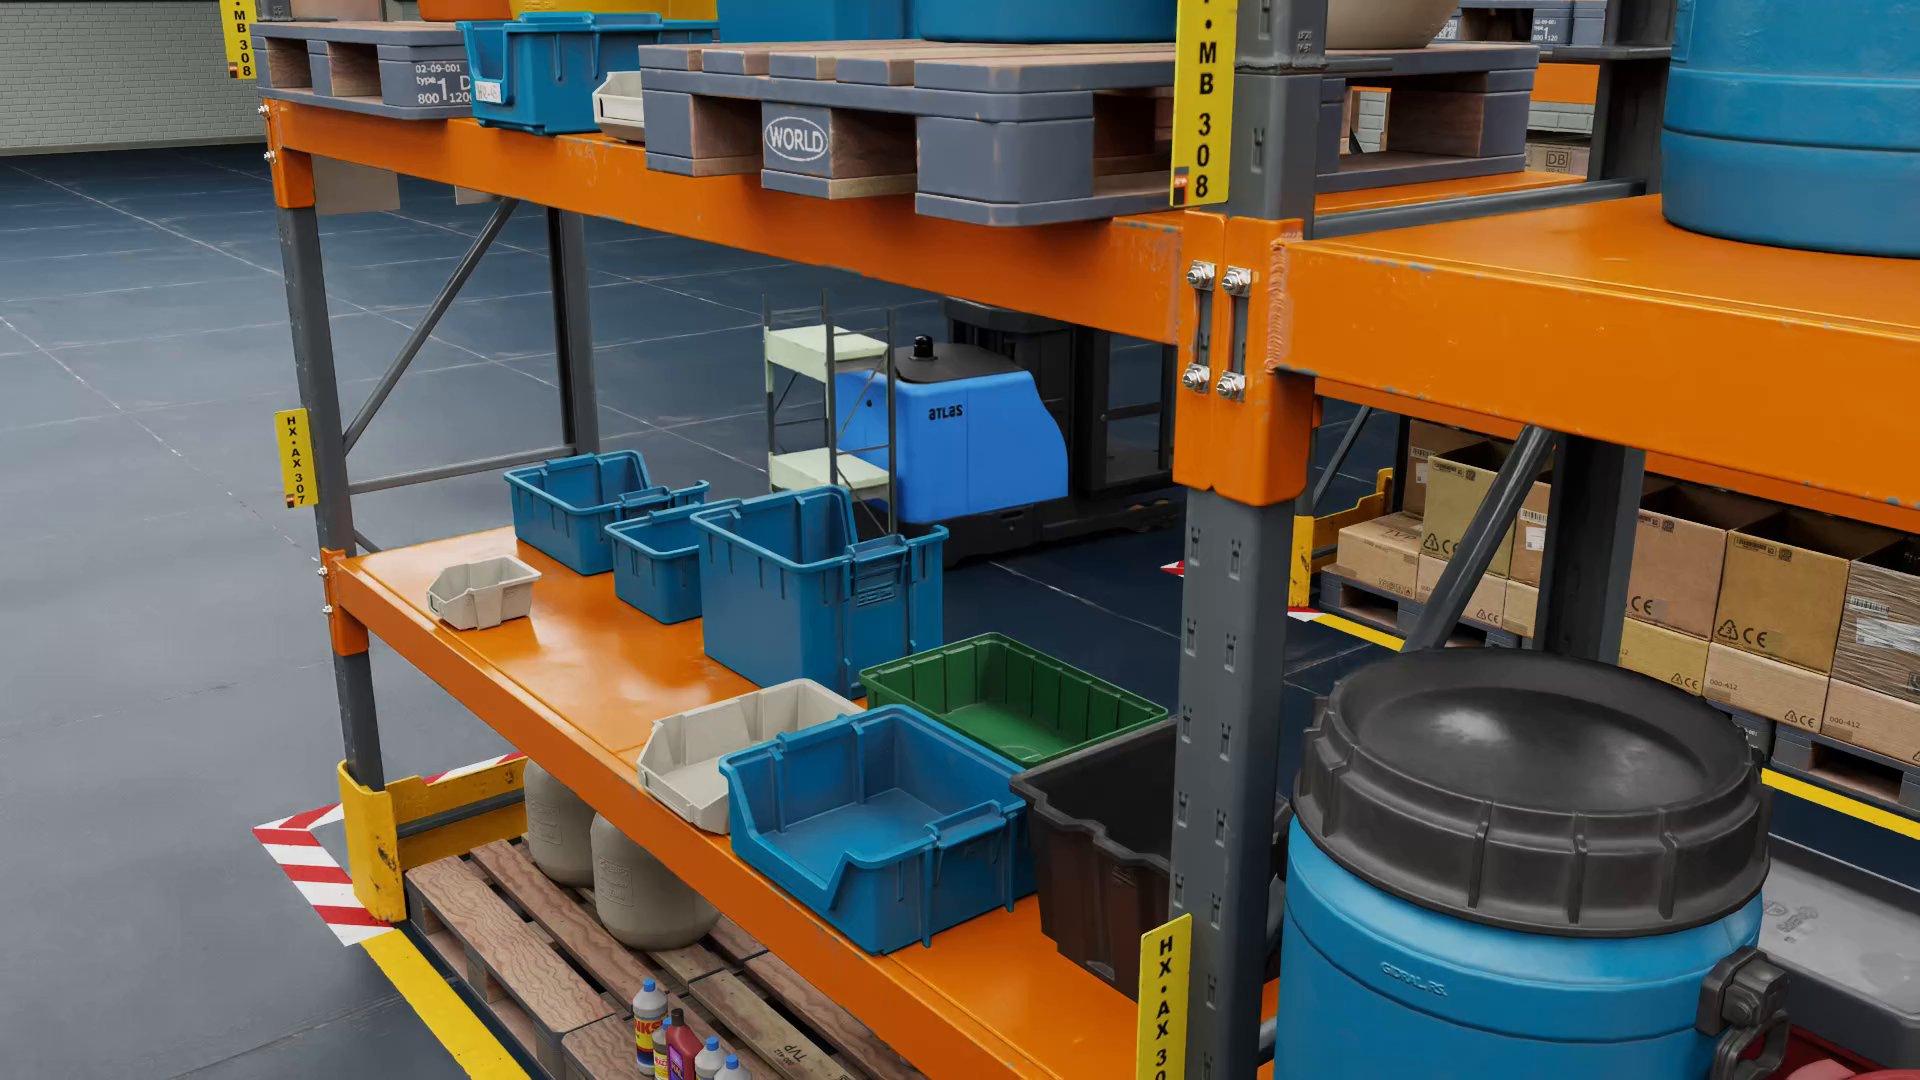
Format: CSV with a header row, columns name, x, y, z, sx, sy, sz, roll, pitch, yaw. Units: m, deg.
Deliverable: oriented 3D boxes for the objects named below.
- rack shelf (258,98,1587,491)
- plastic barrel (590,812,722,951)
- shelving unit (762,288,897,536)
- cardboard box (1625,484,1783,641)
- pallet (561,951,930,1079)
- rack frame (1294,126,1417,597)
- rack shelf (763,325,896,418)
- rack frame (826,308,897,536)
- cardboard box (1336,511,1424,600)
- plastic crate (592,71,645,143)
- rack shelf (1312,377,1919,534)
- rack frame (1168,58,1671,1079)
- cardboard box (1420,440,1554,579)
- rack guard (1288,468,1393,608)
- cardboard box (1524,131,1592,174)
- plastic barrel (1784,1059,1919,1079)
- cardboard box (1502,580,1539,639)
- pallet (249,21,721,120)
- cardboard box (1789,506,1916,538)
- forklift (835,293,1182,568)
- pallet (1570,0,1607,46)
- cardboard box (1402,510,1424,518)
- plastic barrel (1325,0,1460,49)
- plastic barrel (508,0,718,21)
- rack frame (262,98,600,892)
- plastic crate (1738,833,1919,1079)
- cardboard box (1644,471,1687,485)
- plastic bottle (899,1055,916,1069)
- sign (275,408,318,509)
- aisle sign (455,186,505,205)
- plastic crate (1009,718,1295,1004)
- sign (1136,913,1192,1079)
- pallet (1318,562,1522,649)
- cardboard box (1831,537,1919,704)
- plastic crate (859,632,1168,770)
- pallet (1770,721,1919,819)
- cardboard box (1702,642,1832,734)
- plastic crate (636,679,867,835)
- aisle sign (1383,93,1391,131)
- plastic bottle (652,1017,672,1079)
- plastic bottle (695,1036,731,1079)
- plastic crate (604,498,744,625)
name,x,y,z,sx,sy,sz,roll,pitch,yaw
rack shelf,-0.501,-0.831,3.974,1.077,0.370,4.000,-14,23,-36
plastic barrel,-0.963,1.011,5.328,0.421,0.512,0.421,0,18,0
shelving unit,-0.719,-0.575,9.212,0.431,1.500,0.755,-11,22,-31
cardboard box,3.231,0.088,7.338,0.500,0.500,0.500,-14,23,-36
pallet,-0.405,1.593,4.715,1.003,0.211,1.213,-14,23,-36
rack frame,2.143,-1.208,8.738,1.000,3.000,0.127,-14,23,-36
rack shelf,-0.719,-0.945,9.089,0.431,0.370,0.720,-11,22,-31
rack frame,-0.520,-0.478,8.920,0.400,1.500,0.023,-11,22,-31
cardboard box,2.301,0.074,8.574,0.500,0.250,0.500,-14,23,-36
plastic crate,-0.572,-0.872,3.370,0.243,0.136,0.396,-14,23,-36
rack shelf,3.384,-0.373,7.362,1.077,0.370,4.000,-14,23,-36
rack frame,0.741,0.744,2.844,1.000,3.000,0.127,-14,23,-36
cardboard box,2.613,-0.159,8.085,0.500,0.500,0.500,-14,23,-36
rack guard,2.128,-0.027,9.148,1.175,0.500,0.348,-14,23,-36
cardboard box,2.786,-1.612,7.736,0.700,0.500,0.500,-15,23,-38
plastic barrel,1.163,0.958,1.982,0.433,0.535,0.433,0,18,0
cardboard box,2.925,0.320,7.831,0.500,0.250,0.500,-14,23,-36
pallet,-1.306,-1.353,4.706,1.003,0.211,1.213,-14,23,-36
cardboard box,3.963,0.106,7.283,0.500,0.500,0.500,-14,23,-36
forklift,0.735,-1.563,9.920,3.031,2.935,1.130,-11,21,-30
pallet,3.323,-2.109,6.830,1.003,0.211,1.213,-14,23,-36
cardboard box,2.707,-0.027,8.879,0.500,0.250,0.500,-14,23,-36
plastic barrel,0.628,-1.077,2.725,0.421,0.512,0.421,0,18,0
plastic barrel,-0.935,-1.698,4.480,0.600,0.588,0.600,0,18,0
rack frame,-1.743,-0.242,5.821,1.000,3.000,0.127,-14,23,-36
plastic crate,1.282,0.773,2.654,0.402,0.464,0.583,-14,23,-36
cardboard box,3.341,-0.140,8.027,0.500,0.500,0.500,-14,23,-36
plastic bottle,-0.124,1.375,4.689,0.097,0.201,0.097,0,18,0
sign,-2.176,-0.267,5.456,0.100,0.325,0.005,-14,23,-36
aisle sign,-1.554,-1.552,5.641,0.394,0.787,0.004,-14,23,-36
plastic crate,0.516,0.619,3.318,0.767,0.338,0.504,-14,23,-36
sign,0.303,0.717,2.485,0.100,0.325,0.005,-14,23,-36
pallet,2.650,0.296,8.632,1.003,0.211,1.213,-14,23,-36
cardboard box,3.866,0.331,6.605,0.500,0.500,0.500,-14,23,-36
plastic crate,0.119,0.455,4.054,0.450,0.188,0.662,-14,23,-36
pallet,4.165,0.898,6.816,1.003,0.211,1.213,-14,23,-36
cardboard box,3.542,0.567,7.085,0.500,0.250,0.500,-14,23,-36
plastic crate,-0.466,0.518,3.945,0.530,0.136,0.437,-14,23,-36
aisle sign,2.332,-2.515,8.551,0.394,0.787,0.004,-14,23,-36
plastic bottle,-0.797,1.411,4.582,0.097,0.201,0.097,0,18,0
plastic bottle,-0.648,1.437,4.393,0.097,0.271,0.097,0,18,0
plastic crate,-0.798,0.055,5.161,0.499,0.251,0.408,-14,23,-36
